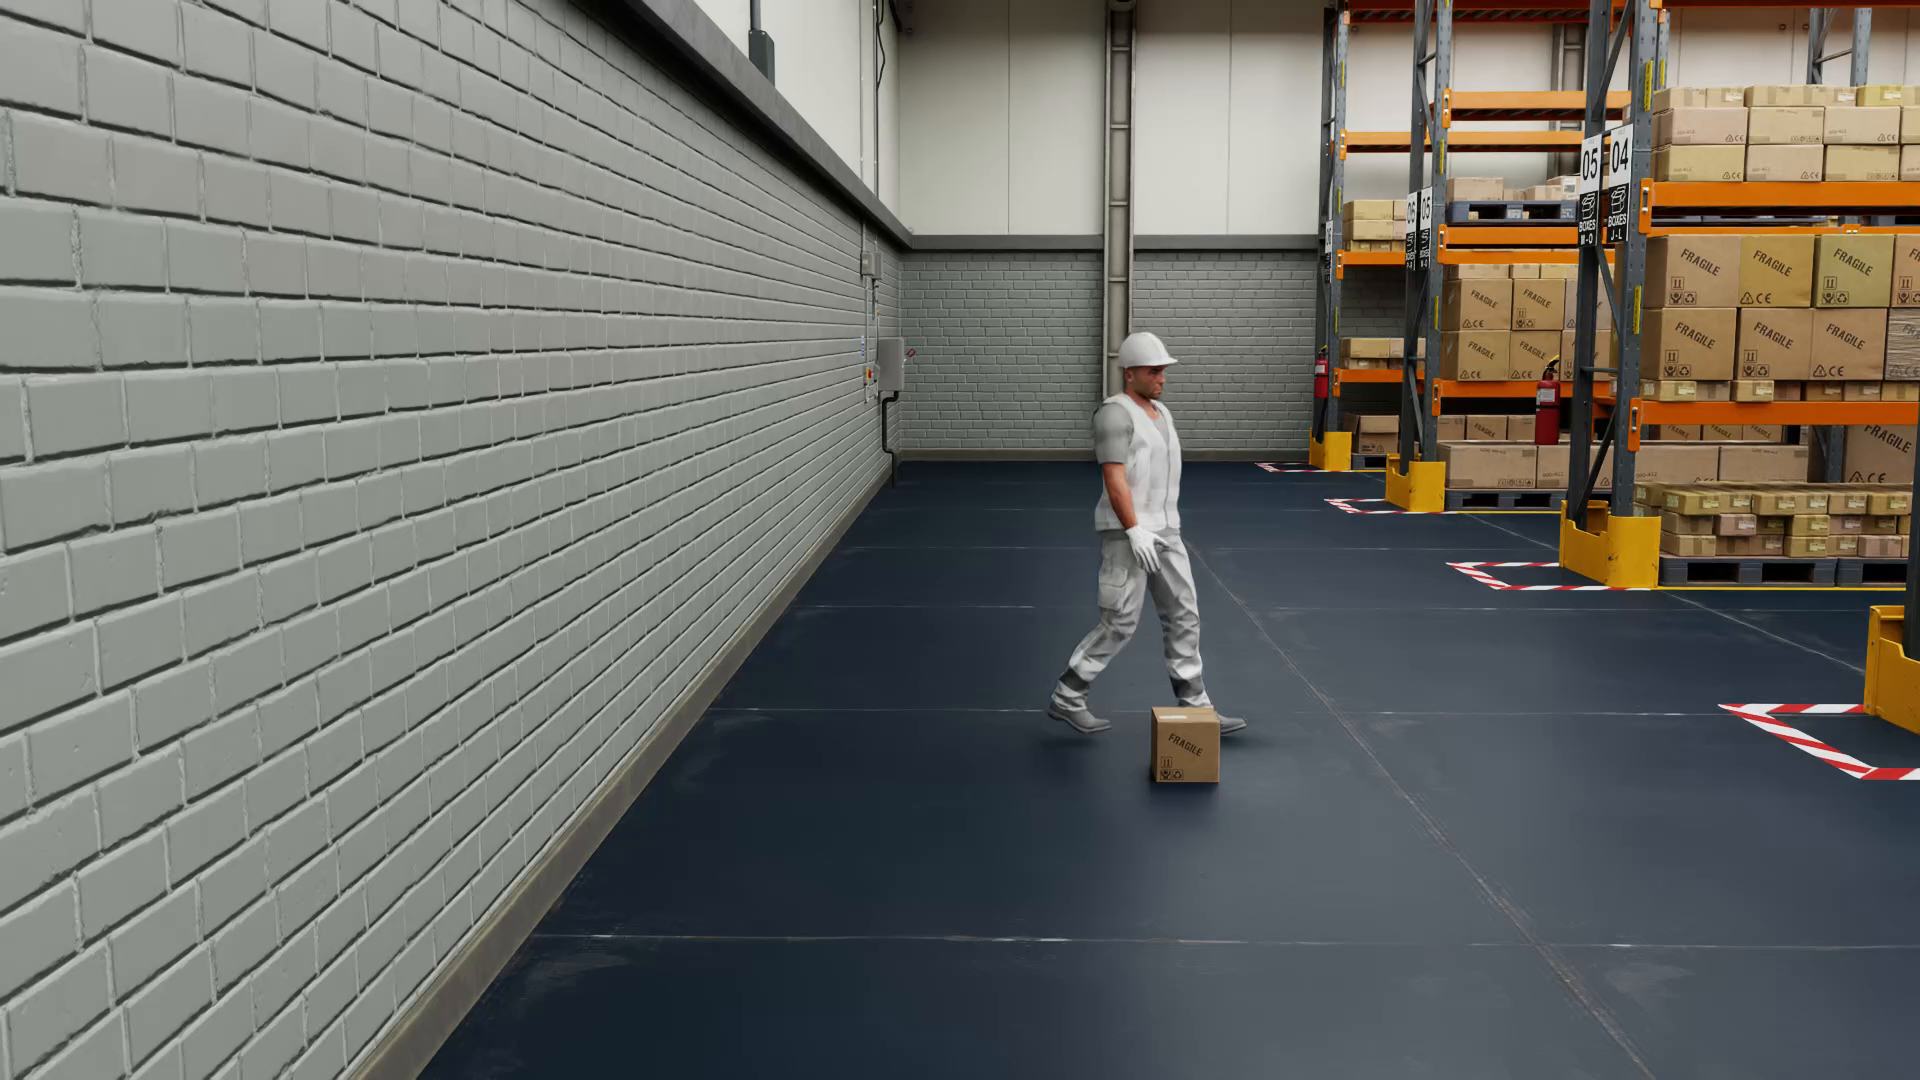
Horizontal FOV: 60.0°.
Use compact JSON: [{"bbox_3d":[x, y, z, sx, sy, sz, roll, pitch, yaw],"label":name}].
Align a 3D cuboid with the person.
[{"bbox_3d":[0.825,-0.012,7.242,0.730,1.771,0.565,6,9,40],"label":"person"}]
